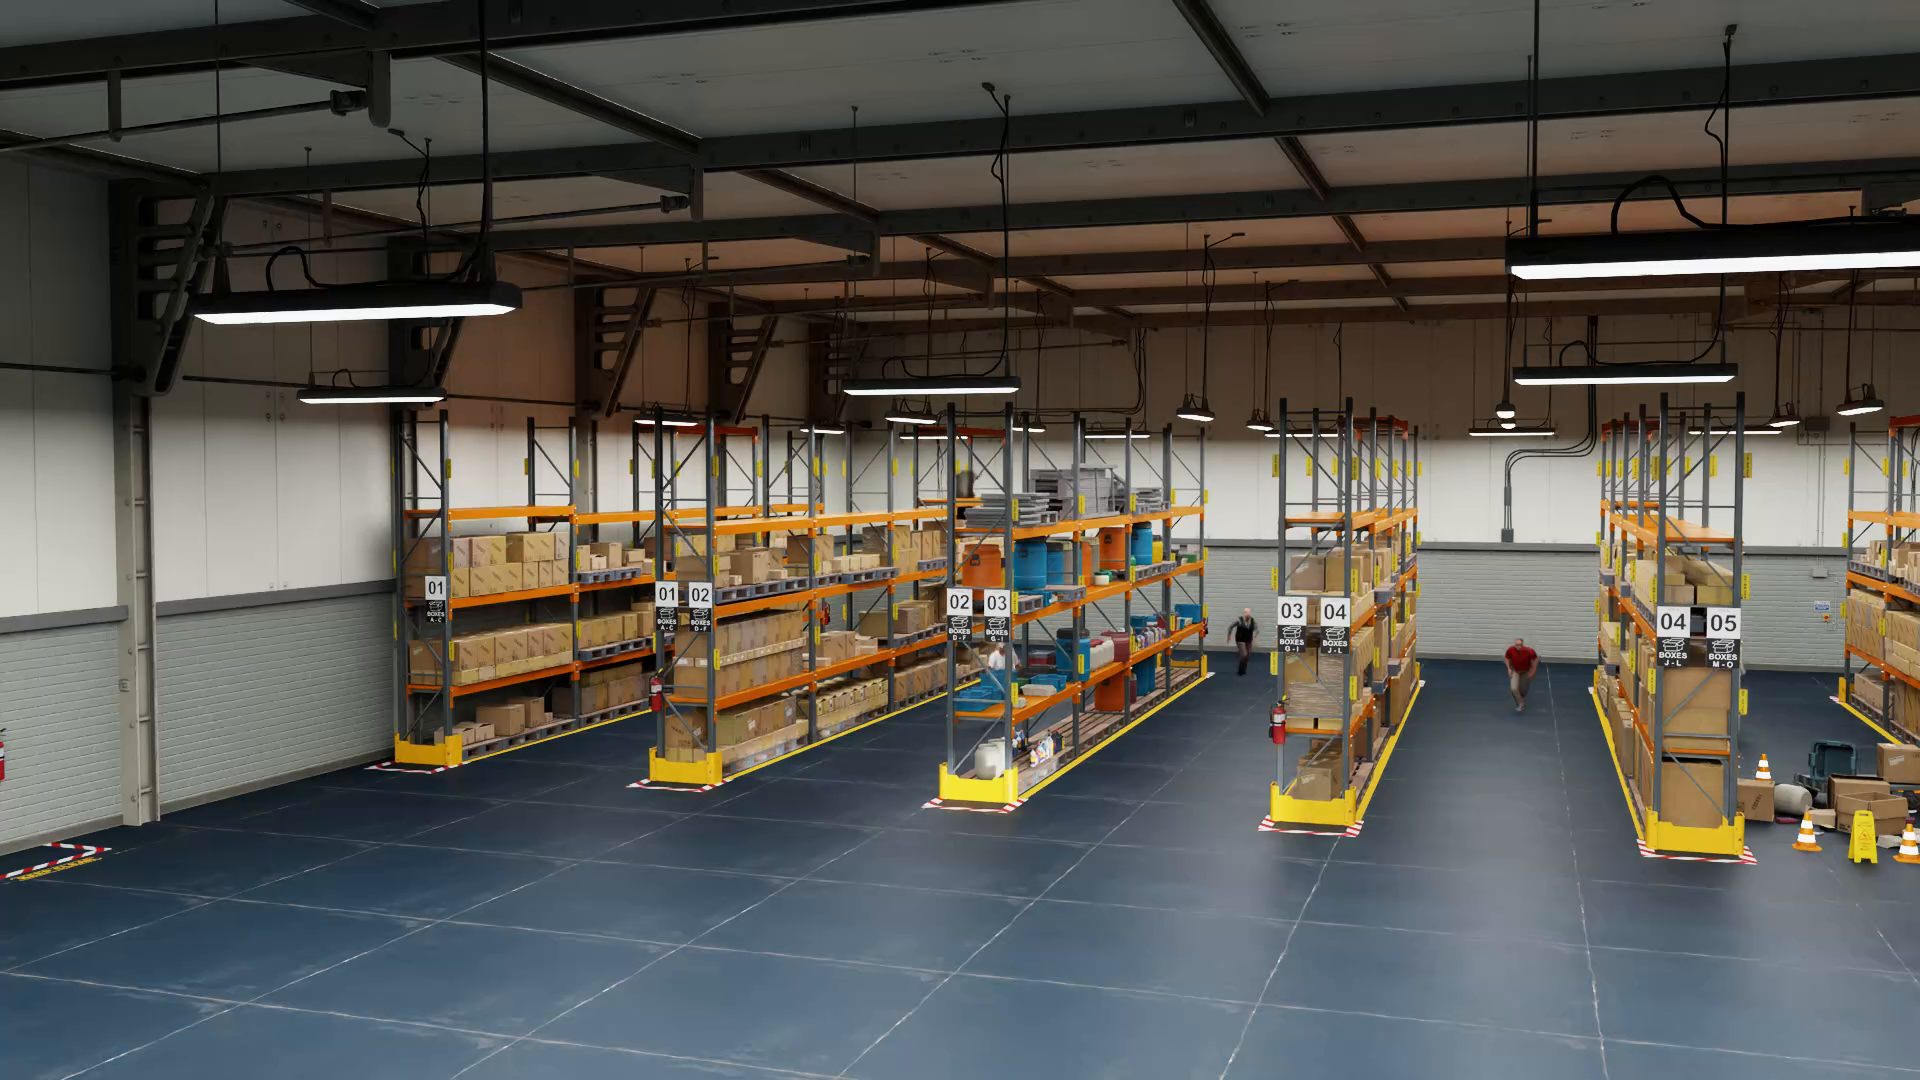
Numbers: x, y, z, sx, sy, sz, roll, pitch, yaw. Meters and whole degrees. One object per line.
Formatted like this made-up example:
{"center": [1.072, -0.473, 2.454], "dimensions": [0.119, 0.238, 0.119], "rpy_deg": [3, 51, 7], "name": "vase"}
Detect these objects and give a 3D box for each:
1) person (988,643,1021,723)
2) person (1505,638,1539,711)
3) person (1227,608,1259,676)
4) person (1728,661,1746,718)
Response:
{"center": [0.893, 2.756, 32.717], "dimensions": [0.701, 1.700, 0.614], "rpy_deg": [-1, 3, -18], "name": "person"}
{"center": [11.620, 2.762, 34.369], "dimensions": [0.668, 1.552, 0.970], "rpy_deg": [1, 3, 26], "name": "person"}
{"center": [6.868, 2.468, 40.251], "dimensions": [0.647, 1.665, 0.791], "rpy_deg": [-1, 3, -20], "name": "person"}
{"center": [14.575, 2.792, 31.601], "dimensions": [0.670, 1.729, 0.691], "rpy_deg": [0, 2, 10], "name": "person"}
